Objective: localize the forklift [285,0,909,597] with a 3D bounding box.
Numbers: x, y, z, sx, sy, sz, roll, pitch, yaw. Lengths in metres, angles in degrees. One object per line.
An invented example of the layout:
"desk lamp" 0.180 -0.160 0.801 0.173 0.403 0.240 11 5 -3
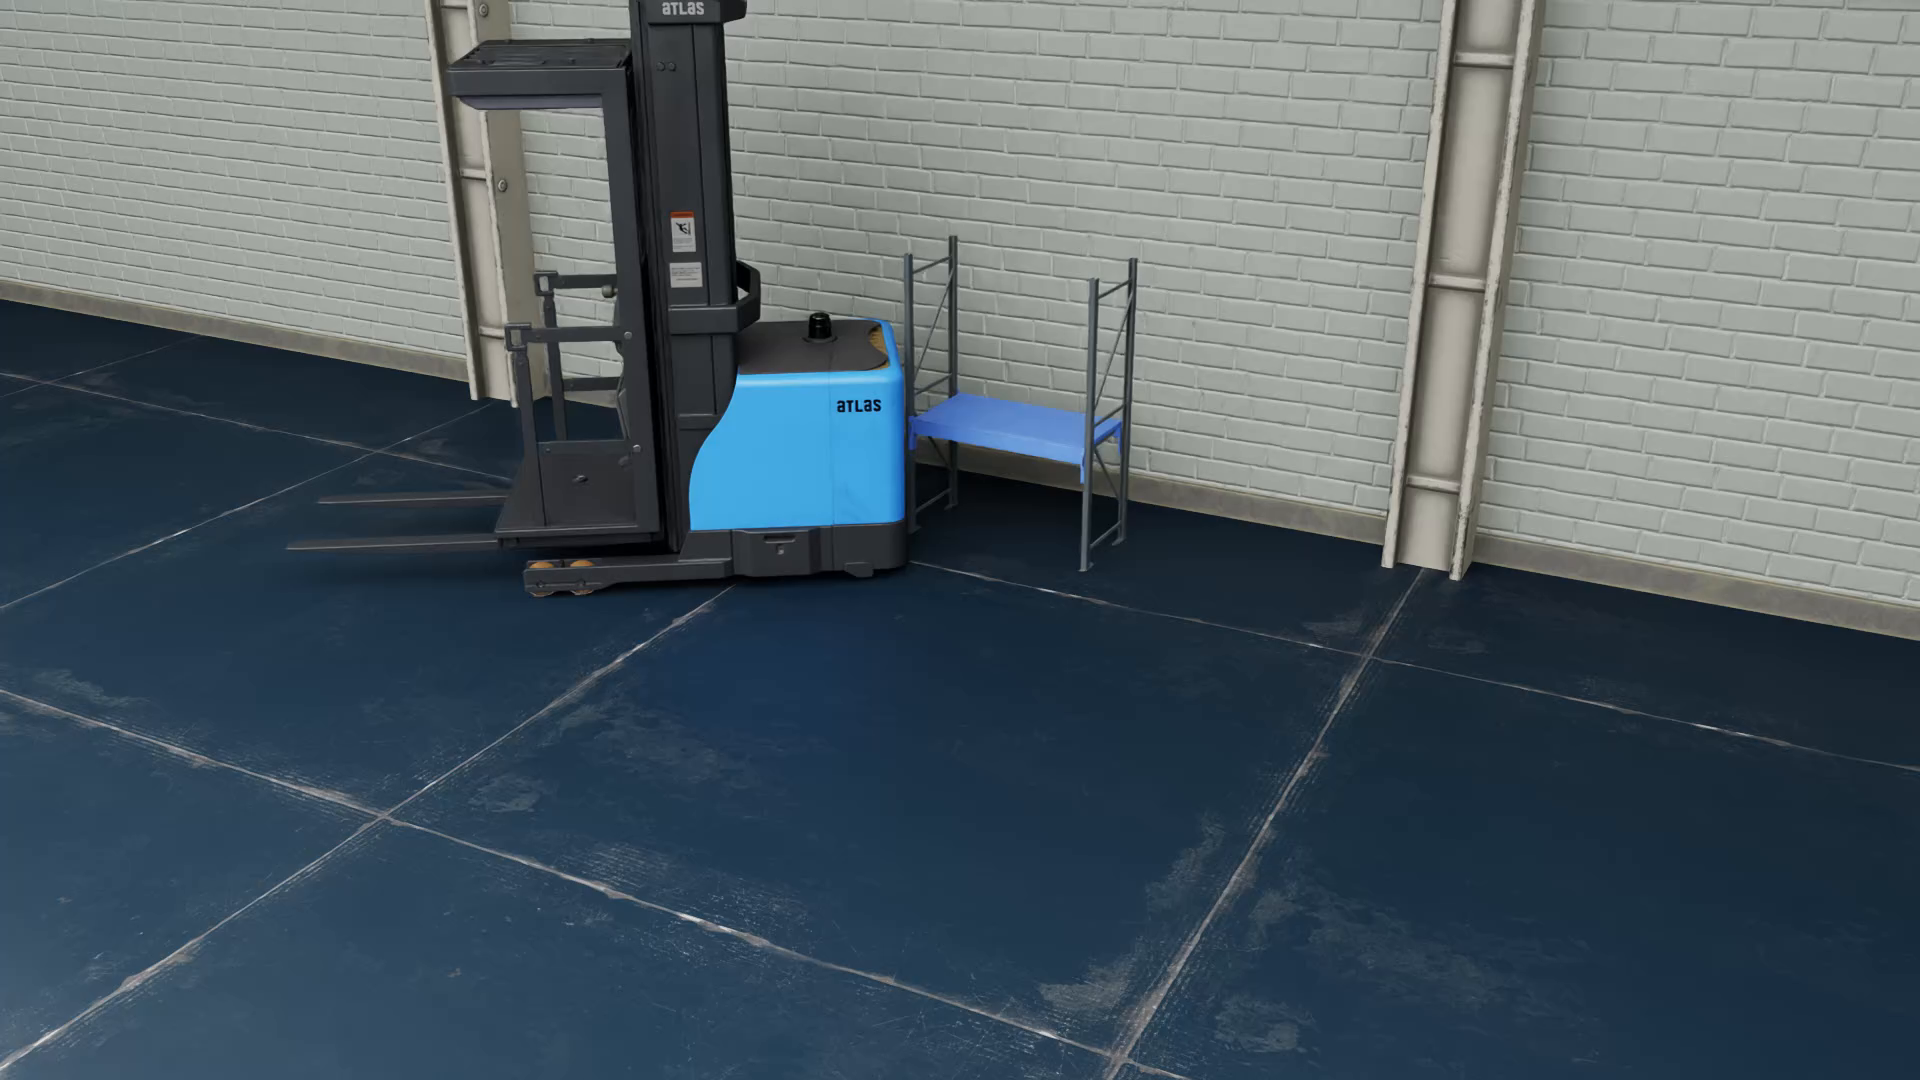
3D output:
"forklift" -1.807 -1.290 8.038 3.031 2.935 1.130 -2 23 -5

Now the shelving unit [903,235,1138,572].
"shelving unit" 0.297 -0.712 8.507 1.048 1.500 0.538 12 26 27

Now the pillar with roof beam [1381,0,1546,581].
"pillar with roof beam" 0.440 -2.523 3.185 0.400 9.000 9.100 11 25 25

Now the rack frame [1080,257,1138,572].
"rack frame" 0.741 -0.615 8.280 0.032 1.500 0.500 12 26 27

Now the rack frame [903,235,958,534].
"rack frame" -0.148 -0.808 8.734 0.032 1.500 0.500 12 26 27

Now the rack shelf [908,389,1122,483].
"rack shelf" 0.297 -0.546 8.577 1.000 0.185 0.538 12 26 27

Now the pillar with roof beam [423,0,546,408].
"pillar with roof beam" -4.914 -3.583 5.676 0.400 9.000 9.100 11 25 25
